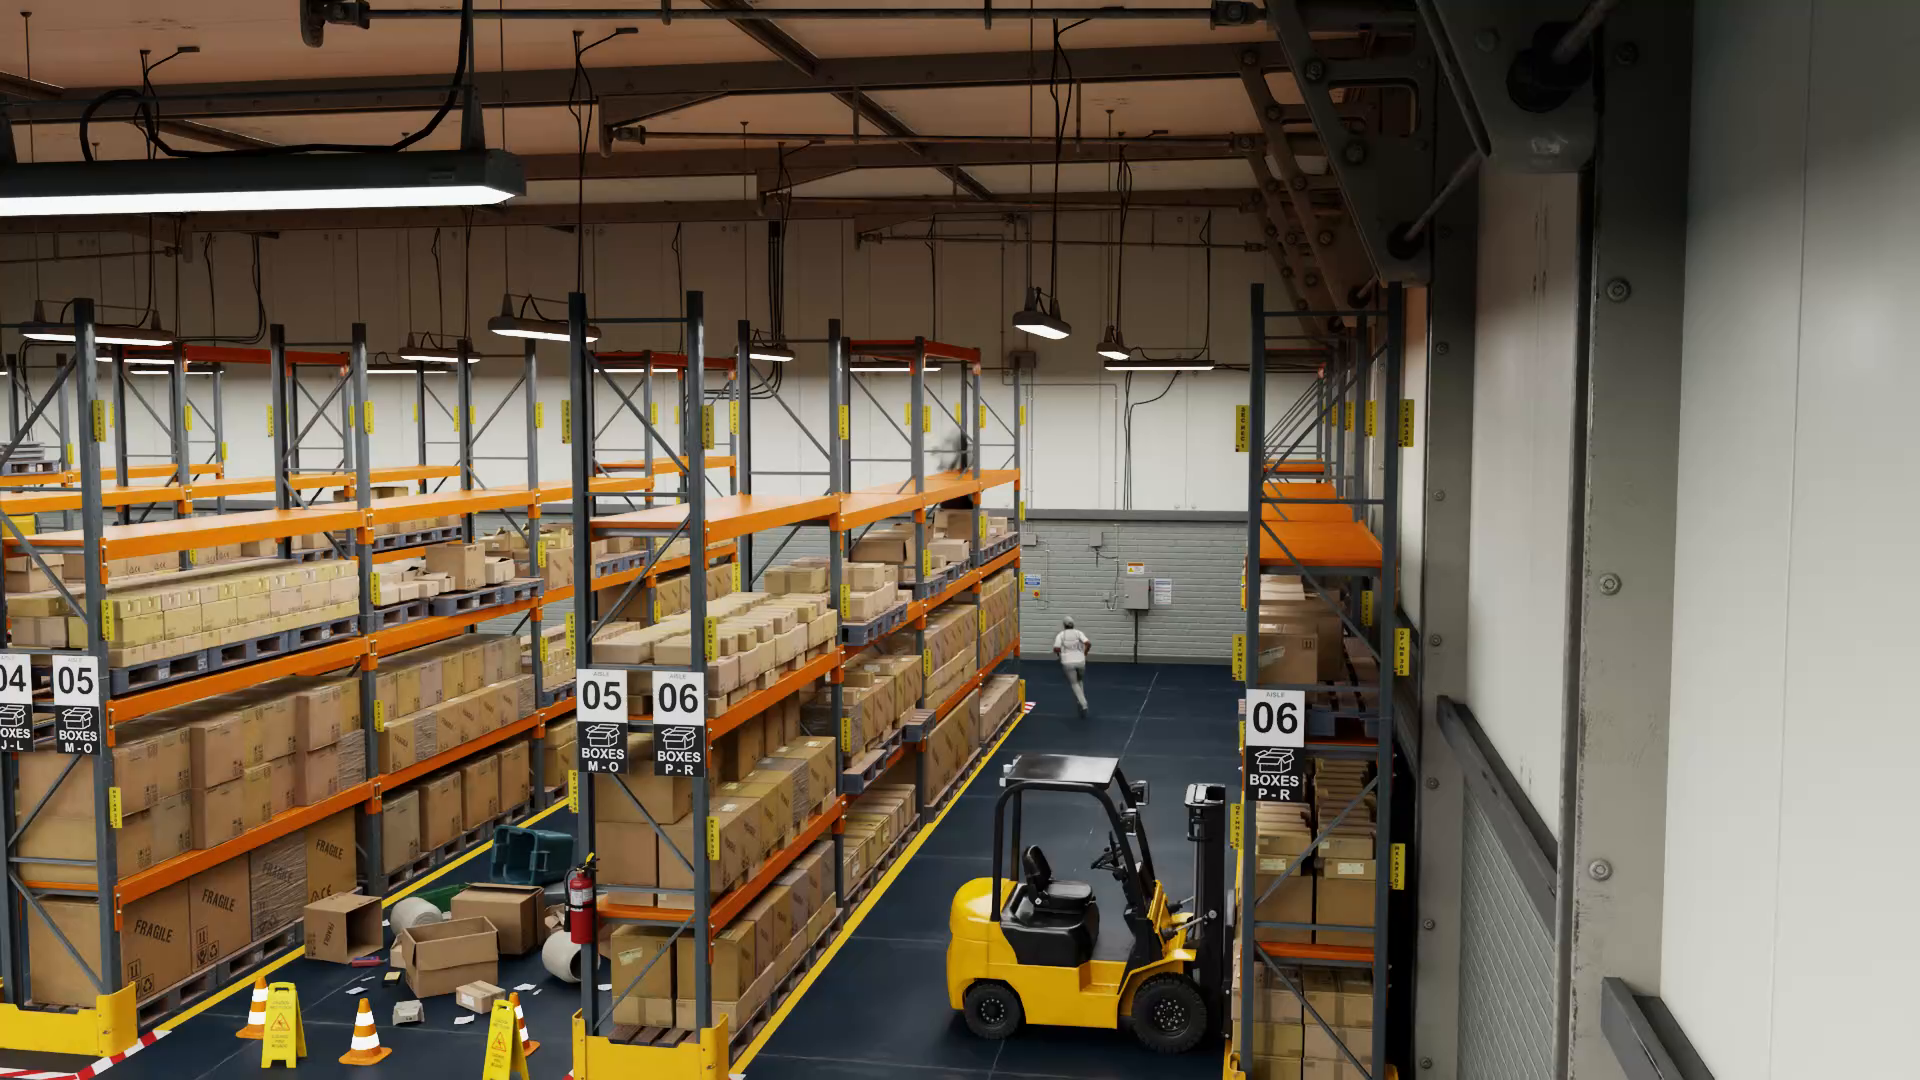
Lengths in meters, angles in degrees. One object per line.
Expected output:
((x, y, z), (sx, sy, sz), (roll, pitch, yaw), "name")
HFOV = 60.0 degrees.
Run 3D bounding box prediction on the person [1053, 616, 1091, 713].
((1.884, 2.127, 27.881), (0.627, 1.693, 0.811), (-1, 5, -16), "person")
